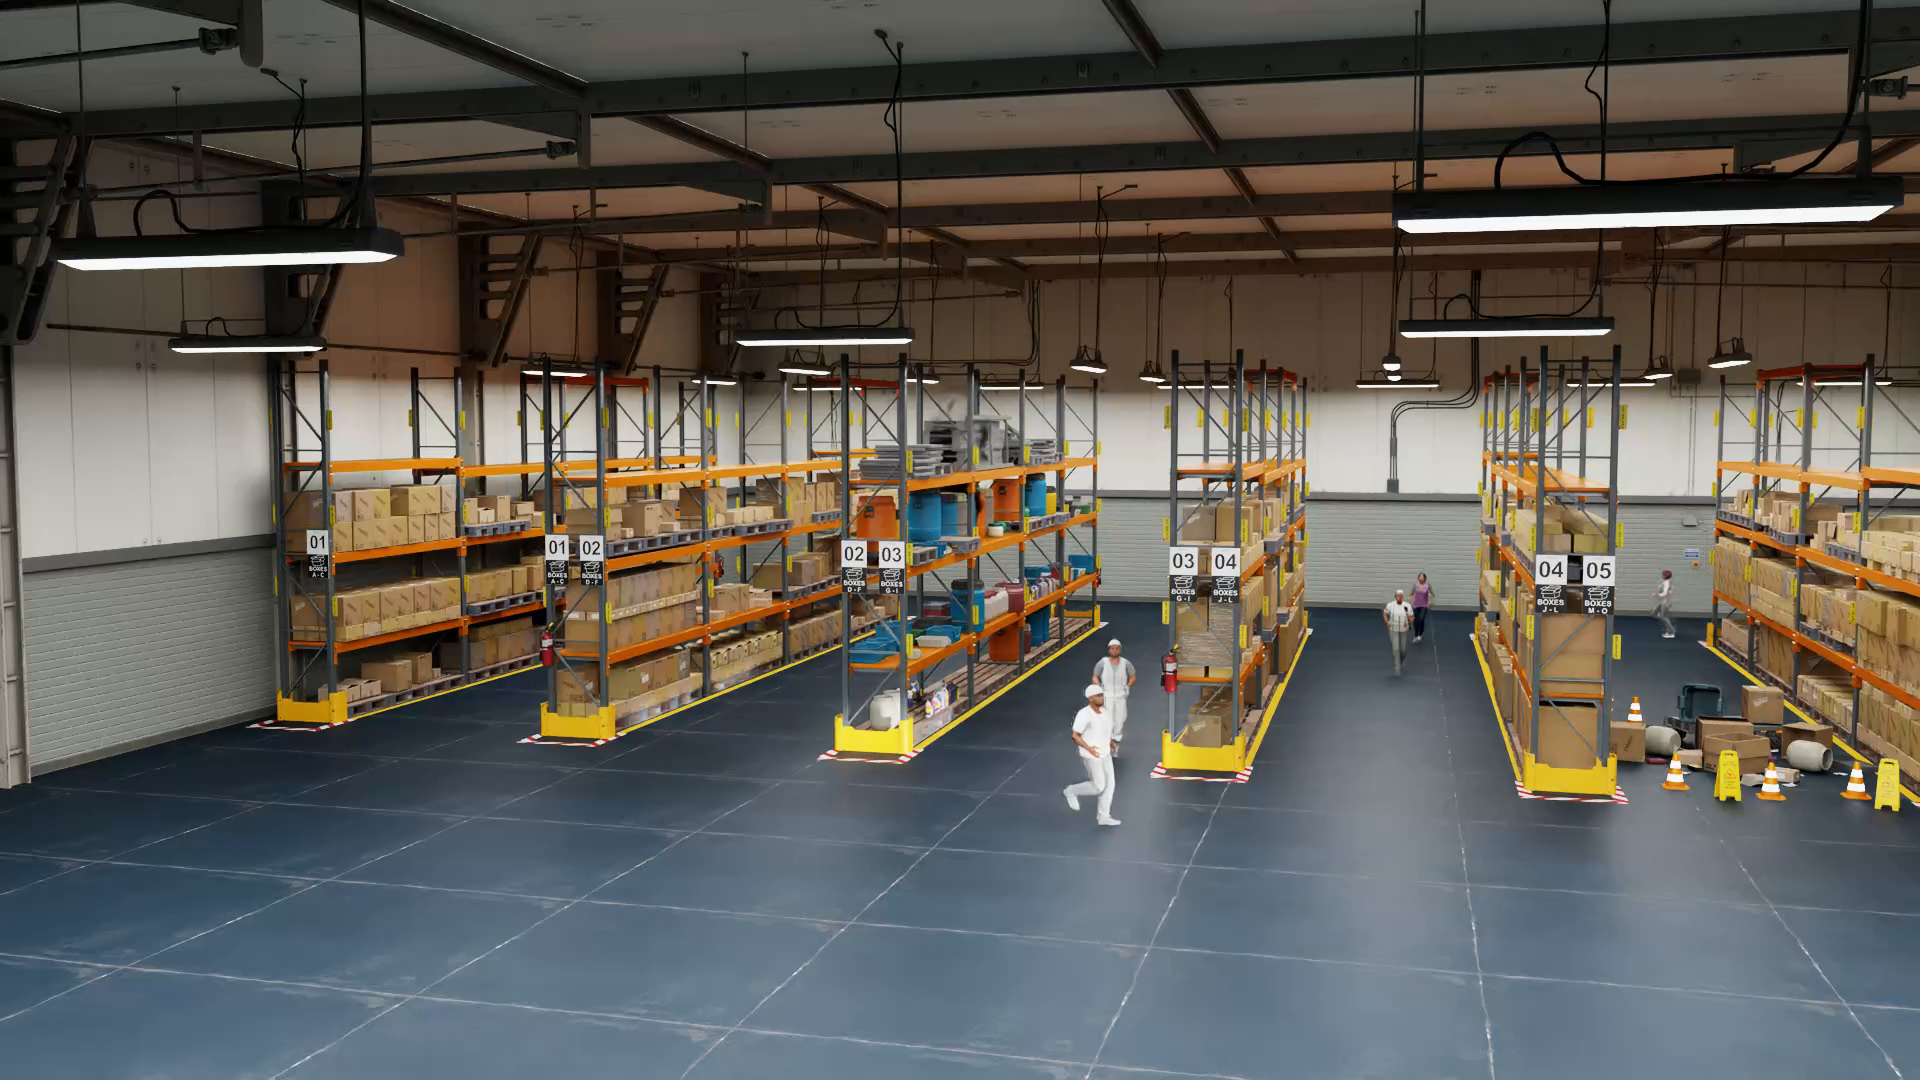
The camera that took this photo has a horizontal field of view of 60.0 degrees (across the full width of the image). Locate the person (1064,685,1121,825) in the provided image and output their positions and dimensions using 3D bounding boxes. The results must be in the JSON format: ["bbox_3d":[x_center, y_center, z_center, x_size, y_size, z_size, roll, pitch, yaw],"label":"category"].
[{"bbox_3d":[1.669,2.656,20.626,0.787,1.738,0.720,3,5,37],"label":"person"}]

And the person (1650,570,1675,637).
[{"bbox_3d":[16.218,1.456,38.371,0.581,1.557,0.525,1,4,17],"label":"person"}]

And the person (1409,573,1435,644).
[{"bbox_3d":[10.333,1.526,37.281,0.553,1.591,0.570,2,5,27],"label":"person"}]

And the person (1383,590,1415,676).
[{"bbox_3d":[8.689,1.816,32.939,0.611,1.672,0.774,1,4,10],"label":"person"}]

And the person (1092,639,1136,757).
[{"bbox_3d":[2.311,2.351,24.883,0.657,1.743,0.605,0,4,3],"label":"person"}]
